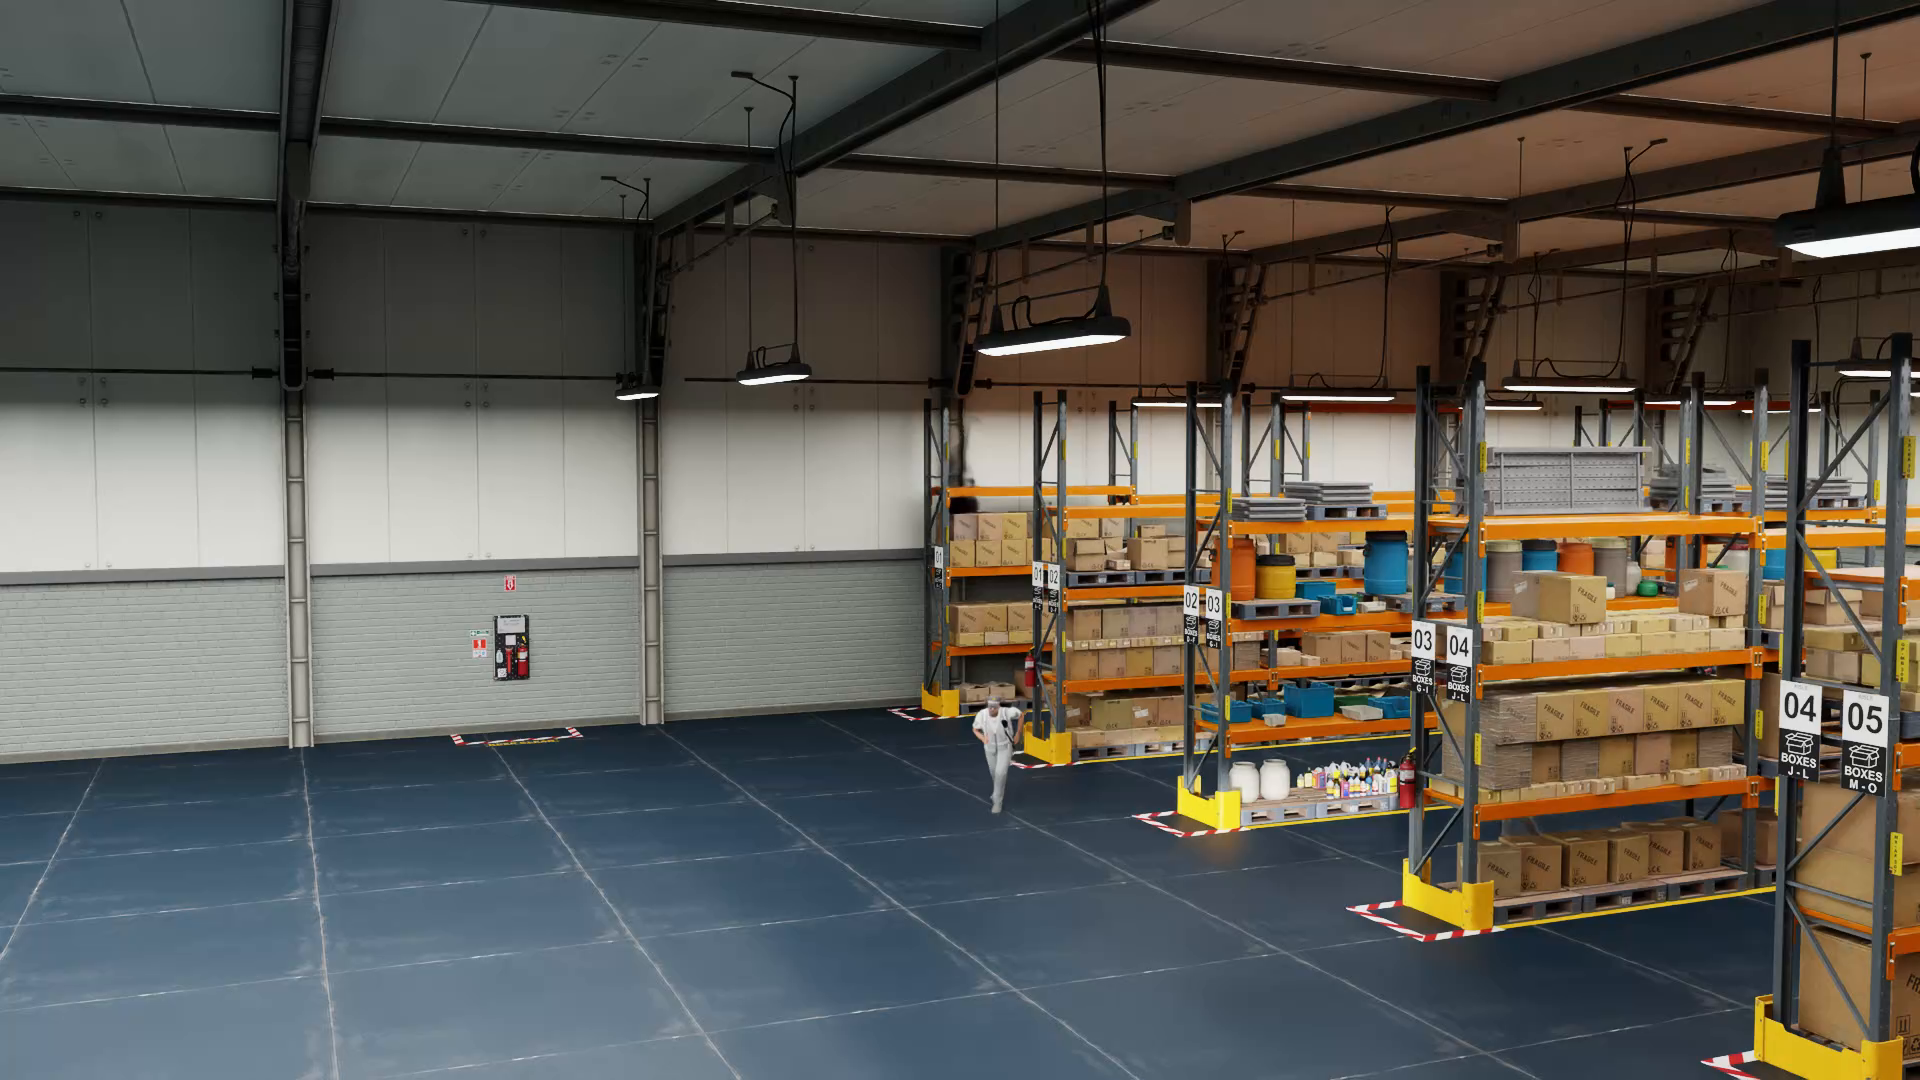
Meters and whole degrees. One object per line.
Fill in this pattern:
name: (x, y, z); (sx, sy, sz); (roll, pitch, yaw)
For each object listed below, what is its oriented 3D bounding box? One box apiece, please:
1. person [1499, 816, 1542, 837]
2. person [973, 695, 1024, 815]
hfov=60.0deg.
person: (7.022, 3.099, 20.897); (0.828, 1.727, 0.638); (-2, 4, -31)
person: (0.554, 2.988, 23.469); (0.708, 1.721, 1.018); (1, 3, 10)
